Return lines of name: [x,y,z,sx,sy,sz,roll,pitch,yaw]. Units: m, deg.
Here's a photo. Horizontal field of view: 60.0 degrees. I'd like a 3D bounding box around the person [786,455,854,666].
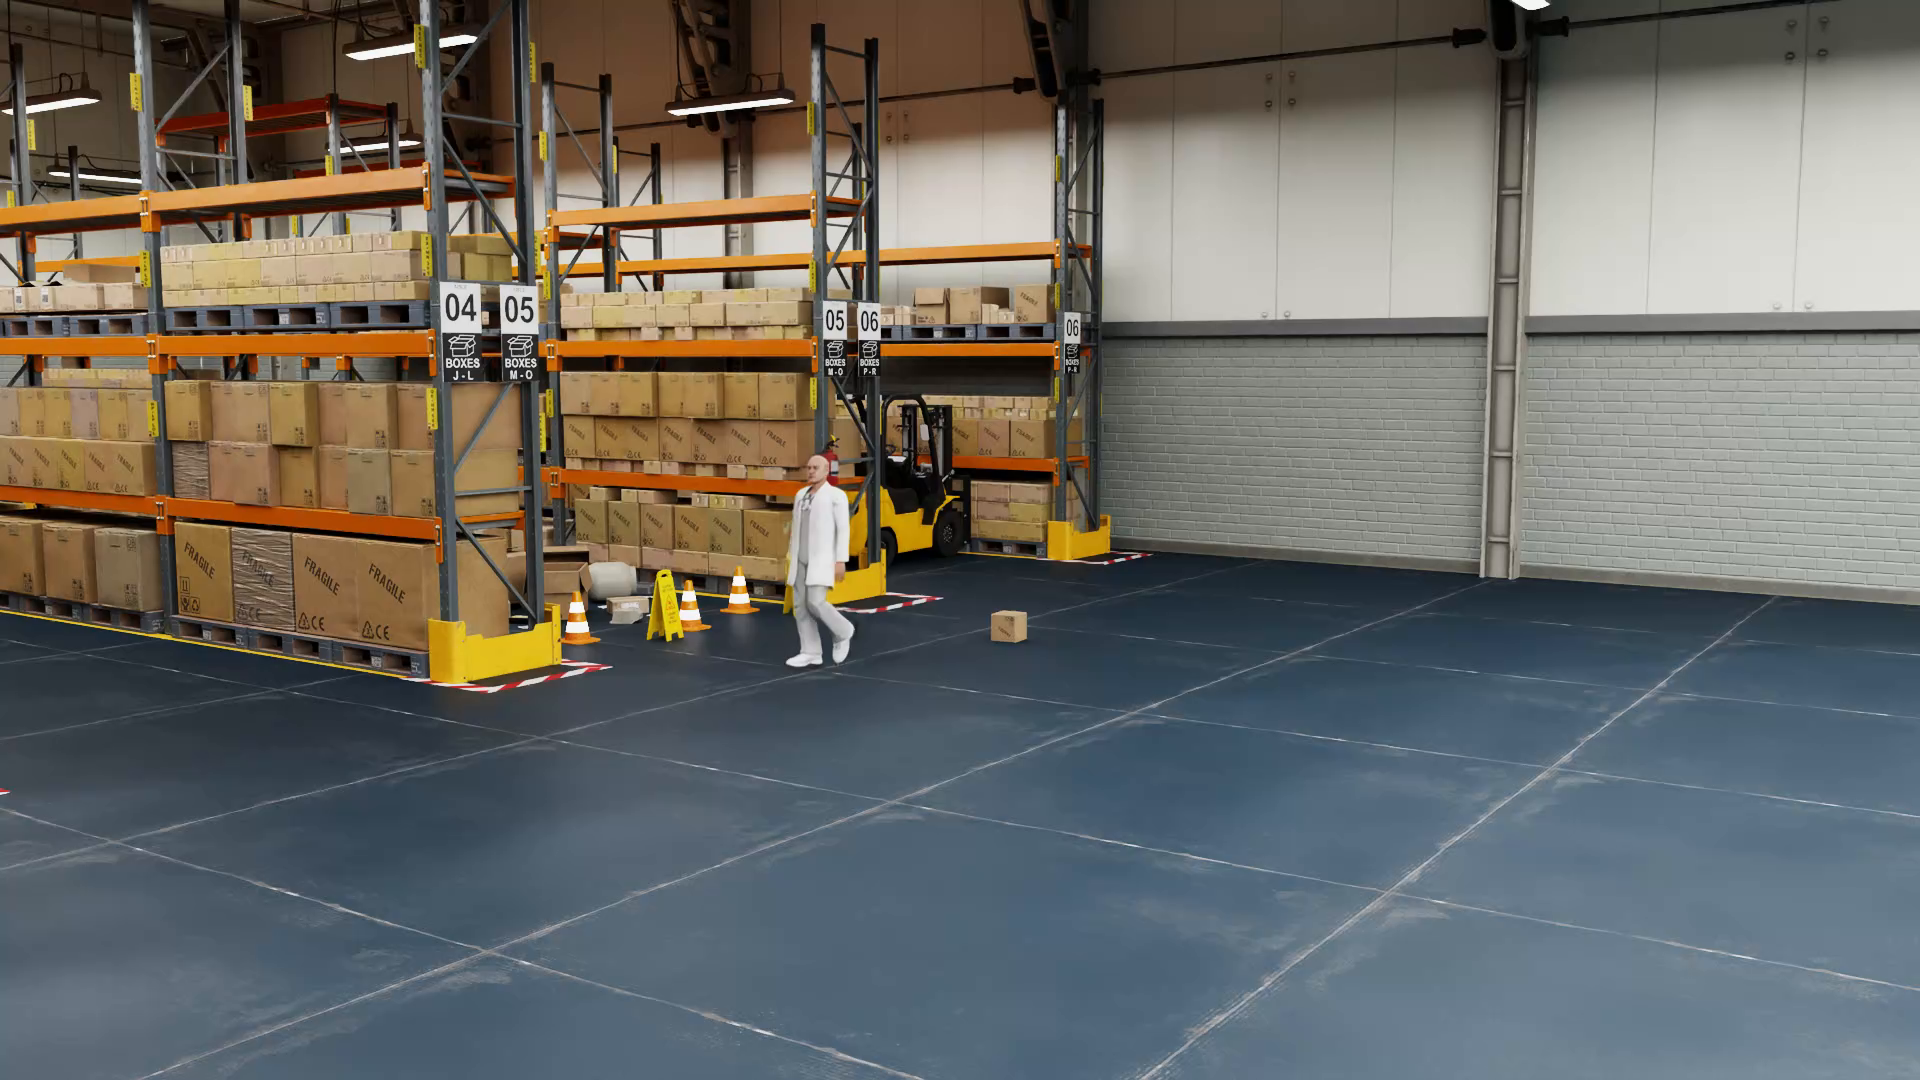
person: [-1.197,0.176,13.959,0.597,1.749,0.607,5,8,36]
